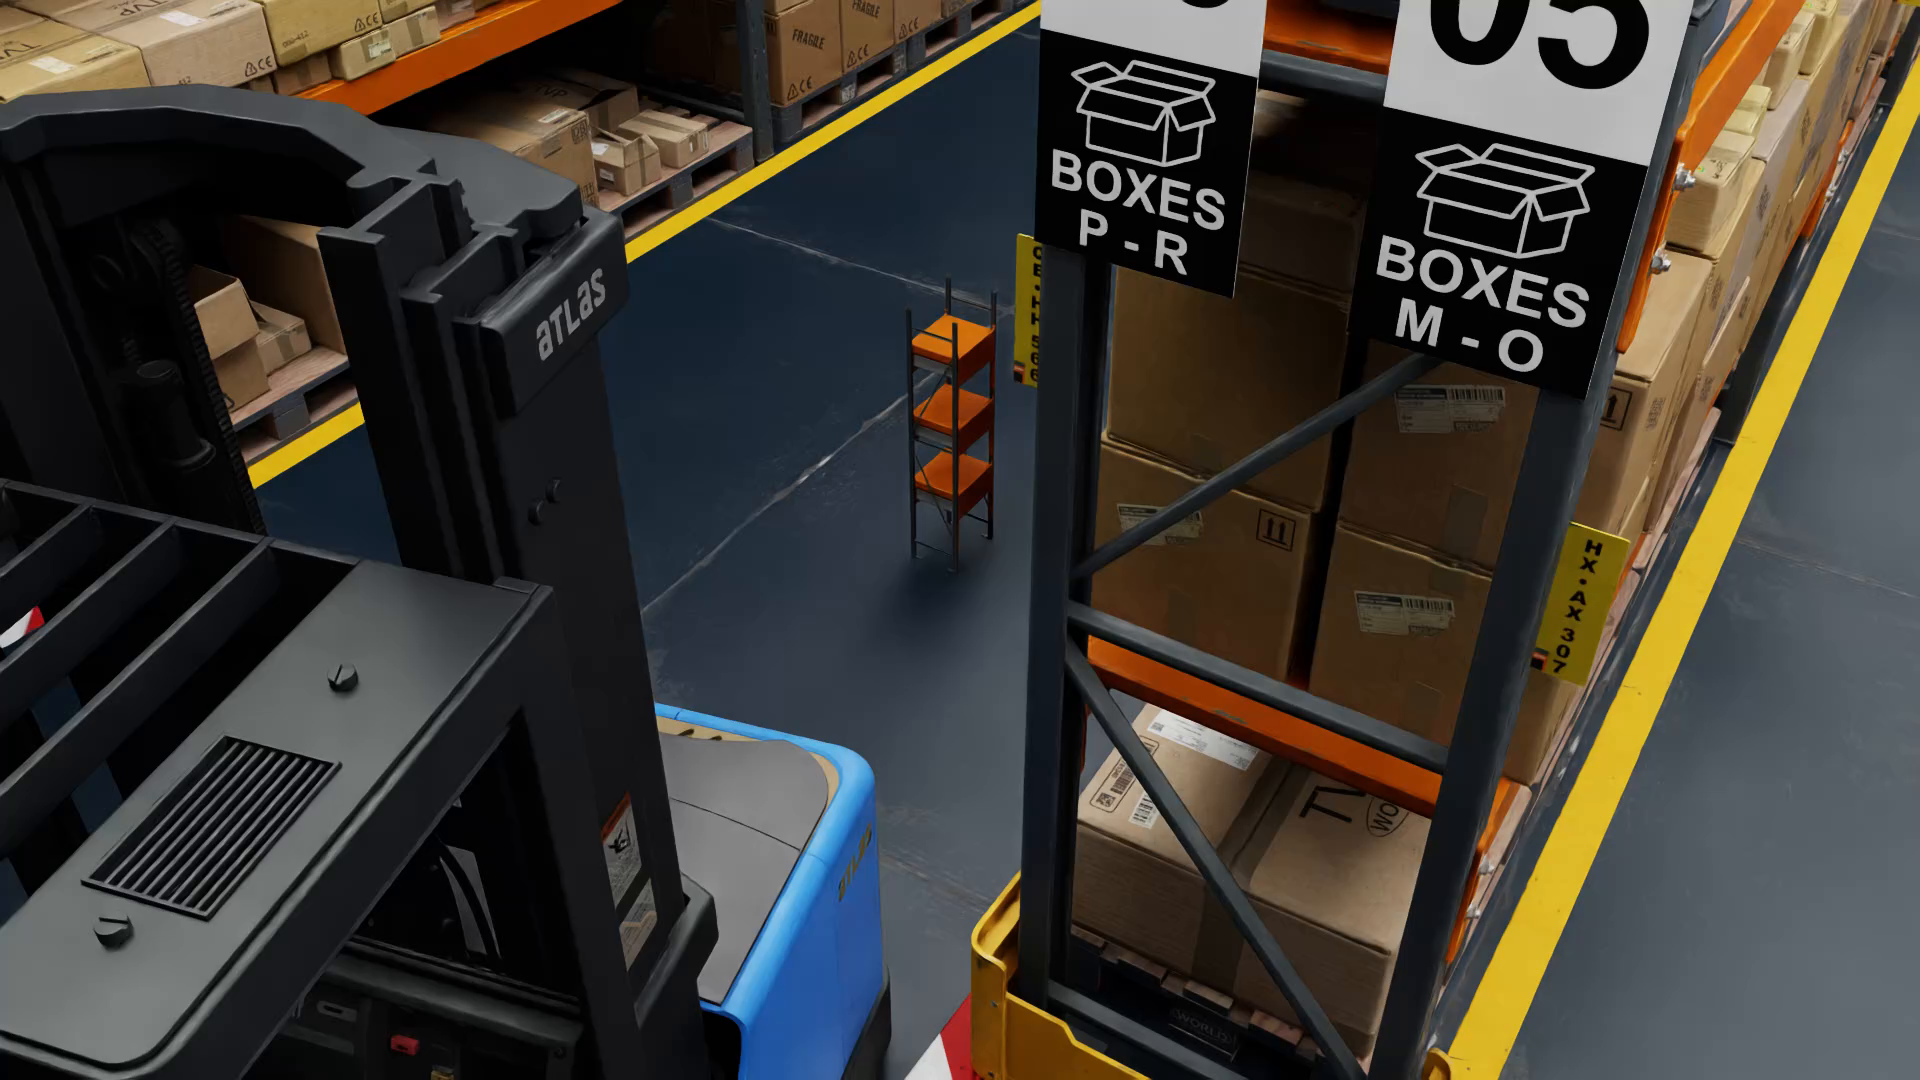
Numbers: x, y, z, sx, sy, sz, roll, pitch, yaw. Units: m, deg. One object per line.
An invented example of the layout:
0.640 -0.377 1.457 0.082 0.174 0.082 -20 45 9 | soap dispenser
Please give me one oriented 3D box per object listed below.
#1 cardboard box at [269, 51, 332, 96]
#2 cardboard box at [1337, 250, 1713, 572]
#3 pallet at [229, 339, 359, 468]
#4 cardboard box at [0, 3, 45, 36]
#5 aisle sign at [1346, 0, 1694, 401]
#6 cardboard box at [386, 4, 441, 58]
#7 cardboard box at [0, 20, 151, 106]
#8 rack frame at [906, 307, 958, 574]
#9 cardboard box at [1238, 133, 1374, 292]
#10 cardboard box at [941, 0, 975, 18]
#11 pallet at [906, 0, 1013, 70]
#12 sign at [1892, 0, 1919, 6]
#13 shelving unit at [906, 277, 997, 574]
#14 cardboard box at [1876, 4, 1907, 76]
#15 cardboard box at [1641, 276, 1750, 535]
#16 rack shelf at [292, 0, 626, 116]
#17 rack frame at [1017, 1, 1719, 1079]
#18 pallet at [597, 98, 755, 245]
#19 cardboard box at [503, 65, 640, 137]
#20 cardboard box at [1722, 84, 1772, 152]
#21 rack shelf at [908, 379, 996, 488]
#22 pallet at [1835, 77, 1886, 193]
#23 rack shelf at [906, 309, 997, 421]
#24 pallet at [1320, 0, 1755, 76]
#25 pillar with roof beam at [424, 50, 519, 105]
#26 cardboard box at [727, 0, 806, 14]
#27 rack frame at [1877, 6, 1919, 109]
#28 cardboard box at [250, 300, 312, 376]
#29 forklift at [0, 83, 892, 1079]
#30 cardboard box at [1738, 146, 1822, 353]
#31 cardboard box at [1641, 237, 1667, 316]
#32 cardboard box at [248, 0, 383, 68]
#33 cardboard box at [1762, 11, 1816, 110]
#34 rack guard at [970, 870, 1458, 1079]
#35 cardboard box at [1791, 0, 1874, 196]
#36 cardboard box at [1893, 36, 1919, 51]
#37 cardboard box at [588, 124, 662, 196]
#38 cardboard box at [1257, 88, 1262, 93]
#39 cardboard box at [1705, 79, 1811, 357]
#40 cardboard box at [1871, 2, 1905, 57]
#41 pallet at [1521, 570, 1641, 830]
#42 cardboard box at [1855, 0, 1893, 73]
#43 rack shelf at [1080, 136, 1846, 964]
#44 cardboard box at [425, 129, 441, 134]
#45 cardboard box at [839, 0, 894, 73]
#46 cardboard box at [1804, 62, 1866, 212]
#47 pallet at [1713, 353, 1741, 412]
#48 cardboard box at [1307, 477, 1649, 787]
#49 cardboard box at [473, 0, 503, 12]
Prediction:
-2.651 -1.840 6.385 0.380 0.149 0.250 22 43 26 | cardboard box
1.099 -0.286 3.263 0.500 0.500 0.500 20 42 24 | cardboard box
-3.125 -0.663 6.938 1.003 0.211 1.213 21 42 25 | pallet
-3.570 -1.700 5.877 0.500 0.250 0.500 22 43 26 | cardboard box
0.808 -0.593 2.434 0.394 0.787 0.004 21 42 25 | aisle sign
-2.328 -2.088 6.707 0.380 0.149 0.250 22 43 26 | cardboard box
-3.121 -1.522 5.646 0.500 0.250 0.500 21 42 25 | cardboard box
-0.094 -0.325 5.812 0.200 1.050 0.008 21 42 25 | rack frame
0.624 -0.639 3.190 0.380 0.149 0.250 22 43 26 | cardboard box
-0.169 -3.531 10.076 0.500 0.500 0.500 20 42 24 | cardboard box
-0.392 -3.338 10.408 1.003 0.211 1.213 21 42 25 | pallet
3.214 -1.951 5.550 0.100 0.325 0.005 21 42 25 | sign
-0.029 -0.388 5.894 0.215 1.050 0.252 21 42 25 | shelving unit
3.479 -2.106 6.648 0.500 0.250 0.500 20 42 24 | cardboard box
1.636 -0.415 4.250 0.500 0.500 0.500 21 42 25 | cardboard box
-2.520 -2.064 7.059 1.077 0.370 4.000 21 42 25 | rack shelf
0.601 0.304 3.398 1.000 3.000 0.127 21 42 25 | rack frame
-1.818 -1.921 8.570 1.003 0.211 1.213 21 42 25 | pallet
-2.002 -2.218 8.528 0.500 0.311 0.500 23 43 27 | cardboard box
1.467 -0.877 3.499 0.380 0.149 0.250 20 42 24 | cardboard box
-0.029 -0.380 5.900 0.215 0.259 0.240 21 42 25 | rack shelf
4.401 -2.334 9.104 1.003 0.211 1.213 21 42 25 | pallet
-0.029 -0.605 5.727 0.215 0.259 0.240 21 42 25 | rack shelf
0.990 -1.234 3.010 1.003 0.211 1.213 21 42 25 | pallet
1.052 -4.283 4.436 9.100 9.000 0.400 21 42 25 | pillar with roof beam
-1.032 -2.911 8.741 0.380 0.149 0.250 23 43 27 | cardboard box
4.887 -3.820 8.748 1.000 3.000 0.127 21 42 25 | rack frame
-2.924 -0.845 6.881 0.380 0.149 0.250 19 42 23 | cardboard box
-1.121 0.947 2.620 1.130 2.935 3.031 11 39 14 | forklift
2.184 -0.944 4.935 0.500 0.500 0.500 21 42 24 | cardboard box
1.025 -0.481 2.985 0.380 0.149 0.250 22 43 26 | cardboard box
-2.583 -2.044 6.324 0.500 0.250 0.500 20 42 24 | cardboard box
1.733 -1.145 3.846 0.380 0.149 0.250 22 43 26 | cardboard box
0.588 1.307 4.146 1.175 0.500 0.348 21 42 25 | rack guard
2.181 -1.335 4.625 0.500 0.500 0.500 22 43 26 | cardboard box
5.198 -3.234 9.796 0.950 0.372 0.625 18 41 22 | cardboard box
-1.691 -1.896 8.148 0.396 0.266 0.258 23 43 27 | cardboard box
0.807 -0.938 3.578 0.380 0.149 0.250 21 42 25 | cardboard box
1.639 -0.822 3.959 0.500 0.500 0.500 21 42 25 | cardboard box
3.218 -2.031 6.141 0.500 0.250 0.500 20 42 24 | cardboard box
1.618 0.344 5.630 1.003 0.211 1.213 21 42 25 | pallet
2.725 -1.860 5.305 0.500 0.500 0.500 21 42 25 | cardboard box
1.673 -0.442 4.956 1.077 0.370 4.000 21 42 25 | rack shelf
-2.326 -1.446 7.372 0.500 0.500 0.500 22 43 26 | cardboard box
-0.723 -3.009 9.400 0.500 0.500 0.500 21 42 25 | cardboard box
2.712 -1.475 5.624 0.500 0.500 0.500 22 43 26 | cardboard box
3.094 -1.076 7.473 1.003 0.211 1.213 21 42 25 | pallet
1.101 0.111 3.567 0.500 0.500 0.500 21 42 25 | cardboard box
-2.156 -2.386 7.094 0.380 0.149 0.250 22 43 26 | cardboard box
